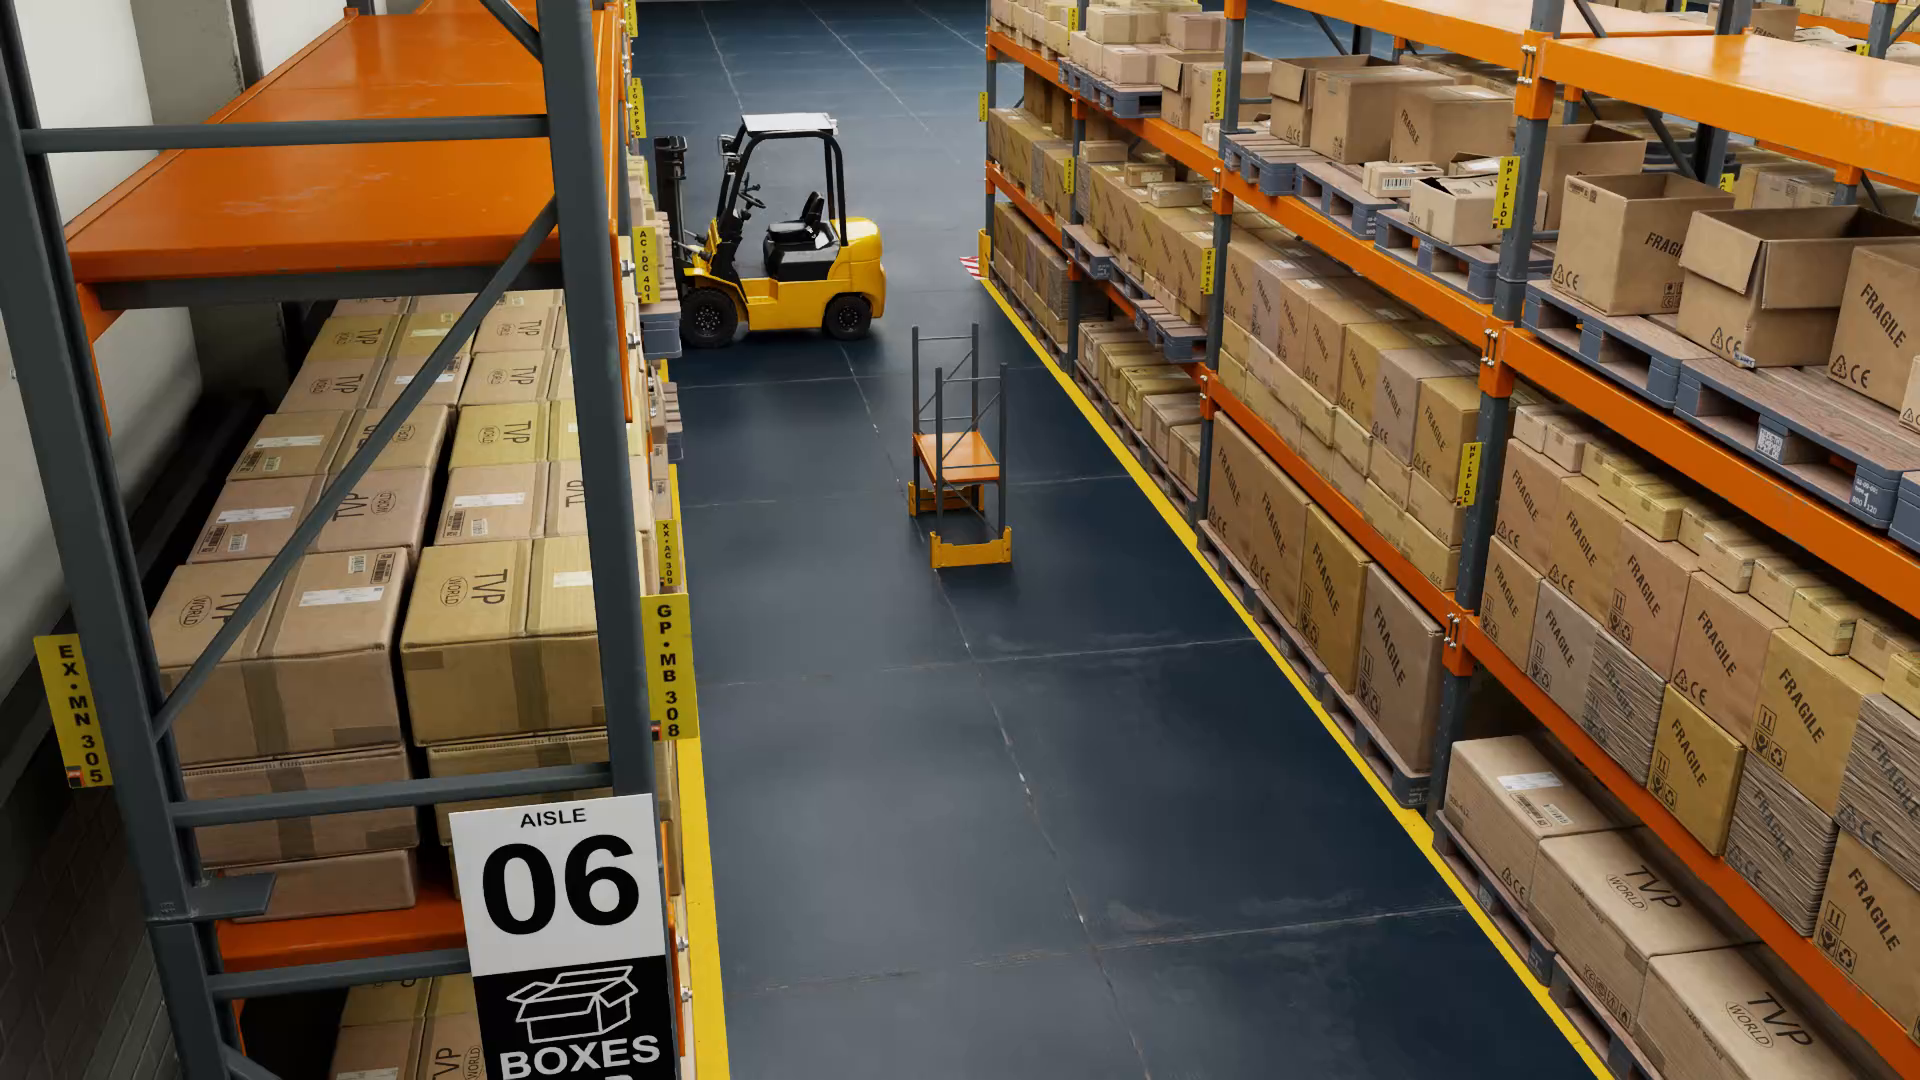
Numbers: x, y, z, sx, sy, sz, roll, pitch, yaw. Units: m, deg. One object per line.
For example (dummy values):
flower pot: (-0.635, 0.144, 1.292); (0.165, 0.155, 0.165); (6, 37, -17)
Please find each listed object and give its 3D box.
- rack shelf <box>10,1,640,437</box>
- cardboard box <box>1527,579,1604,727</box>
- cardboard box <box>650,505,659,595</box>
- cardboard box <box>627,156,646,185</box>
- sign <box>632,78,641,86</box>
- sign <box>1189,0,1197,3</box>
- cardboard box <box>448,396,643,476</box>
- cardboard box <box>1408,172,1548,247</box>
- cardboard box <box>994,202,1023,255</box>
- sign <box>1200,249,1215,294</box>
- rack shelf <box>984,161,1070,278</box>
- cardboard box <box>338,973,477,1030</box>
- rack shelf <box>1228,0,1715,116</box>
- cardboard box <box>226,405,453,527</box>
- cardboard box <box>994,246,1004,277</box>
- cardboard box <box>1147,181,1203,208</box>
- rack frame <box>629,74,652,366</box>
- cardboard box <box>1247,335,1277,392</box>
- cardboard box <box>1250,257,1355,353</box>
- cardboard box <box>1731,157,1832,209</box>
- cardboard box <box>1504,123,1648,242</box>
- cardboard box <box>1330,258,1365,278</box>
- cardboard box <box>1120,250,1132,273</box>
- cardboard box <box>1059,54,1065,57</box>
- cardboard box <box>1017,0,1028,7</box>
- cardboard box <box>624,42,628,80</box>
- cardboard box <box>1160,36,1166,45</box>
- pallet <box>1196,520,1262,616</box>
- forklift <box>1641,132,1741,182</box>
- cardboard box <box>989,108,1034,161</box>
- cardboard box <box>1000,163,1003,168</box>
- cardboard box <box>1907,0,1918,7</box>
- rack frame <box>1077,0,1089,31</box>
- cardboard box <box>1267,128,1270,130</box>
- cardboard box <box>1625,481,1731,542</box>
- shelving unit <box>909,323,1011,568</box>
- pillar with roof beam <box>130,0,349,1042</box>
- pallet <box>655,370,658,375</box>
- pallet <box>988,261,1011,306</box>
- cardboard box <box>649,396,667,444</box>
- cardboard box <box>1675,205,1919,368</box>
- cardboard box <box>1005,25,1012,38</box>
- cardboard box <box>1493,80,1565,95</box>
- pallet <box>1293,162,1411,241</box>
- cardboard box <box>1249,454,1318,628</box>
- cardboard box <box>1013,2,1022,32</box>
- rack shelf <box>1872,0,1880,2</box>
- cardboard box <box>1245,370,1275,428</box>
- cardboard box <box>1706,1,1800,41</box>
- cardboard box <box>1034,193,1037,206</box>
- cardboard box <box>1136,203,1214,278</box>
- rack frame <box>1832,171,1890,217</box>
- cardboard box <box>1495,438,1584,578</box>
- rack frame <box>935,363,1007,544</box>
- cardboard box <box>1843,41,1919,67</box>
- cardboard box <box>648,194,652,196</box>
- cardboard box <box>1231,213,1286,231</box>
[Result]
rack shelf: (-1.485, -1.133, 4.745); (1.077, 0.370, 4.000); (-4, 24, -10)
cardboard box: (2.941, 0.486, 7.506); (0.500, 0.500, 0.500); (-4, 24, -9)
cardboard box: (-1.125, 0.035, 4.734); (0.500, 0.250, 0.500); (-5, 24, -11)
cardboard box: (-1.821, -1.887, 8.609); (0.380, 0.149, 0.250); (-4, 24, -9)
sign: (-3.538, -4.895, 18.210); (0.100, 0.325, 0.005); (-4, 24, -10)
sign: (2.088, -4.851, 14.967); (0.100, 0.325, 0.005); (-4, 24, -10)
cardboard box: (-1.132, -0.190, 4.624); (0.500, 0.250, 0.500); (-5, 24, -11)
cardboard box: (2.653, -1.727, 8.539); (0.500, 0.311, 0.500); (-4, 24, -10)
cardboard box: (0.686, -3.519, 18.776); (0.500, 0.500, 0.500); (-5, 24, -12)
sign: (1.751, -1.894, 11.733); (0.100, 0.325, 0.005); (-4, 24, -10)
rack shelf: (1.174, -3.474, 17.597); (1.077, 0.370, 4.000); (-4, 24, -10)
cardboard box: (-1.642, 1.445, 5.251); (0.500, 0.250, 0.500); (-4, 24, -8)
rack shelf: (2.653, -2.893, 9.272); (1.077, 0.370, 4.000); (-4, 24, -10)
cardboard box: (-1.673, -0.160, 4.554); (0.500, 0.250, 0.500); (-4, 24, -9)
cardboard box: (0.681, -3.185, 18.947); (0.500, 0.250, 0.500); (-5, 24, -10)
cardboard box: (1.703, -2.738, 13.182); (0.380, 0.149, 0.250); (-5, 24, -12)
rack frame: (-3.334, -2.648, 14.807); (1.000, 3.000, 0.127); (-4, 24, -10)
cardboard box: (2.229, -1.183, 11.016); (0.500, 0.250, 0.500); (-4, 24, -8)
cardboard box: (2.235, -1.541, 10.899); (0.500, 0.500, 0.500); (-4, 24, -10)
cardboard box: (6.864, -2.931, 14.082); (0.700, 0.500, 0.500); (-5, 24, -11)
cardboard box: (3.145, -1.851, 8.586); (0.500, 0.500, 0.500); (-5, 24, -11)
cardboard box: (2.739, -1.562, 10.947); (0.500, 0.500, 0.500); (-4, 24, -9)
cardboard box: (1.549, -2.339, 13.888); (0.380, 0.149, 0.250); (-3, 24, -8)
cardboard box: (1.154, -4.582, 15.803); (0.380, 0.149, 0.250); (-4, 24, -9)
cardboard box: (0.798, -5.556, 17.035); (0.380, 0.149, 0.250); (-4, 24, -8)
cardboard box: (-2.680, -3.227, 11.612); (0.700, 0.500, 0.500); (-5, 24, -11)
cardboard box: (1.882, -4.097, 14.039); (0.500, 0.250, 0.500); (-4, 24, -9)
pallet: (2.355, 0.150, 11.885); (1.003, 0.211, 1.213); (-4, 24, -10)
forklift: (4.823, -1.649, 12.607); (1.130, 2.935, 3.031); (-4, 24, -9)
cardboard box: (0.619, -4.565, 18.701); (0.500, 0.500, 0.500); (-5, 24, -11)
cardboard box: (0.663, -4.326, 18.964); (0.380, 0.149, 0.250); (-4, 24, -10)
cardboard box: (10.726, -5.976, 18.369); (0.380, 0.149, 0.250); (-5, 24, -12)
rack frame: (1.543, -5.766, 14.451); (1.000, 3.000, 0.127); (-4, 24, -10)
cardboard box: (2.392, -2.839, 11.812); (0.380, 0.149, 0.250); (-4, 24, -10)
cardboard box: (2.984, -0.122, 6.839); (0.380, 0.149, 0.250); (-5, 24, -11)
shelving unit: (-0.014, -0.717, 12.261); (0.587, 1.500, 1.083); (-4, 24, -10)
pillar with roof beam: (1.619, -2.228, 6.352); (9.100, 9.000, 0.400); (-4, 24, -10)
pallet: (-3.440, -1.686, 16.089); (1.003, 0.211, 1.213); (-4, 24, -10)
pallet: (0.933, -2.960, 19.006); (1.003, 0.211, 1.213); (-4, 24, -10)
cardboard box: (-1.965, -0.459, 9.145); (0.700, 0.500, 0.500); (-4, 24, -10)
cardboard box: (3.304, -1.002, 6.513); (0.797, 0.503, 0.637); (-2, 24, -6)
cardboard box: (0.698, -5.492, 17.885); (0.380, 0.149, 0.250); (-4, 24, -8)
cardboard box: (6.174, -4.564, 17.659); (0.875, 0.550, 0.550); (-4, 24, -10)
pallet: (2.664, -2.042, 9.909); (1.003, 0.211, 1.213); (-3, 24, -7)
cardboard box: (2.490, -0.033, 10.951); (0.875, 0.875, 0.875); (-4, 24, -9)
cardboard box: (0.838, -5.415, 17.210); (0.500, 0.250, 0.500); (-4, 24, -8)
rack shelf: (6.759, -4.872, 13.804); (1.077, 0.370, 4.000); (-4, 24, -10)
cardboard box: (2.239, -0.963, 11.137); (0.500, 0.250, 0.500); (-5, 24, -11)
cardboard box: (6.532, -4.171, 13.773); (0.500, 0.500, 0.500); (-4, 24, -10)
cardboard box: (0.975, -3.508, 17.090); (0.380, 0.149, 0.250); (-5, 24, -11)
cardboard box: (1.725, -2.377, 13.166); (0.500, 0.500, 0.500); (-6, 24, -13)
rack frame: (7.129, -1.849, 12.979); (1.000, 3.000, 0.127); (-4, 24, -10)
cardboard box: (2.873, -0.169, 7.757); (0.500, 0.500, 0.500); (-4, 24, -9)
rack frame: (0.078, -0.521, 11.811); (0.500, 1.500, 0.032); (-4, 24, -10)
cardboard box: (7.211, -3.722, 12.982); (0.500, 0.311, 0.500); (-4, 24, -10)
cardboard box: (-1.748, -1.648, 8.435); (0.380, 0.149, 0.250); (-4, 24, -8)
cardboard box: (2.324, -2.217, 12.799); (0.500, 0.500, 0.500); (-3, 24, -7)
